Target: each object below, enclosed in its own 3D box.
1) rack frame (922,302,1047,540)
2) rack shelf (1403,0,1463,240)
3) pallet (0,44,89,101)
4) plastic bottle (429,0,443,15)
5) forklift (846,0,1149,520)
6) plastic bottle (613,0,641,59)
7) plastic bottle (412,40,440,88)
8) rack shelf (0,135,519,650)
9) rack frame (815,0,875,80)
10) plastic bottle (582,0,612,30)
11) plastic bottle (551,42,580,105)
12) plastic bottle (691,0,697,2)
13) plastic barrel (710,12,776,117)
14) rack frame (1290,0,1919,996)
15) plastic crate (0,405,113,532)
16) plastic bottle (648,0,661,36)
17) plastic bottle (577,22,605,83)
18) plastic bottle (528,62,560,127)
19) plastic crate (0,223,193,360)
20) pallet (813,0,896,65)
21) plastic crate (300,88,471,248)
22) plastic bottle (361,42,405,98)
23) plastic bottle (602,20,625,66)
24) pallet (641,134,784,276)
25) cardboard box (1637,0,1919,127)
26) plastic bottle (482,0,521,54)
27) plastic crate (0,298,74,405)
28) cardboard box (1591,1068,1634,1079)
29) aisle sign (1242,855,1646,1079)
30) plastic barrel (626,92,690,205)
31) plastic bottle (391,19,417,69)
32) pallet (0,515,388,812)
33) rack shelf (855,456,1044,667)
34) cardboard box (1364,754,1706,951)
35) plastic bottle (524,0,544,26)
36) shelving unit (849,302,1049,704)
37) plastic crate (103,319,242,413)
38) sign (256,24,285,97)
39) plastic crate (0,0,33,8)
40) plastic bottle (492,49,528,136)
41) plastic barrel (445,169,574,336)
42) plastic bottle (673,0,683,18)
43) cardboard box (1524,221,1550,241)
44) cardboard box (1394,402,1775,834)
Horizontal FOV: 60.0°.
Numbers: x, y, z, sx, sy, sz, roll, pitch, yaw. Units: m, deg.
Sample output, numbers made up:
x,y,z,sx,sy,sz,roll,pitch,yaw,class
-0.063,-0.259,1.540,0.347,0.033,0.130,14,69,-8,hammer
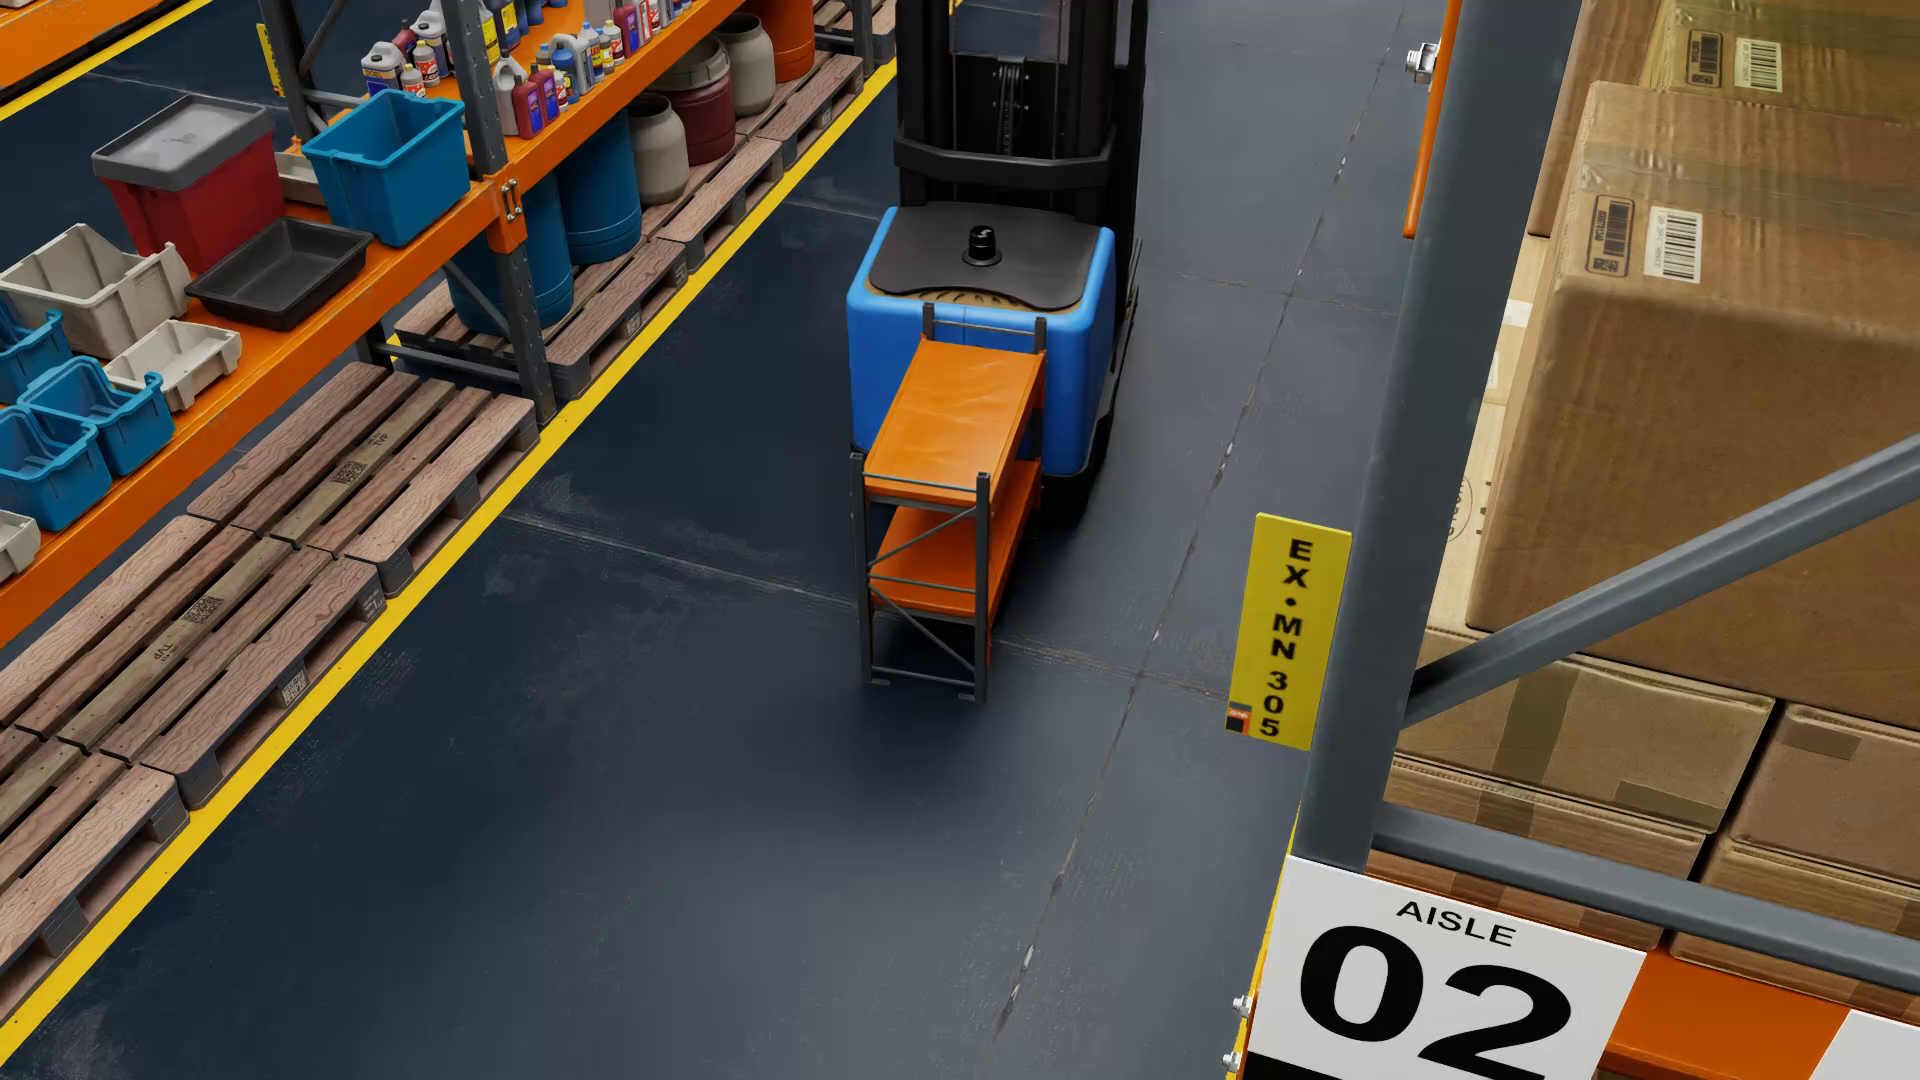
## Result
x,y,z,sx,sy,sz,roll,pitch,yaw,class
0.095,-0.476,6.941,0.500,1.125,0.032,9,41,10,rack frame
1.554,-1.507,2.640,1.077,0.370,4.000,13,42,15,rack shelf
-6.461,-3.093,10.713,1.003,0.211,1.213,13,42,15,pallet
-2.409,-2.435,7.831,0.144,0.351,0.185,13,42,15,plastic bottle
0.310,-2.165,7.529,1.130,2.935,3.031,7,41,9,forklift
-1.586,-2.447,7.897,0.061,0.283,0.133,13,42,15,plastic bottle
-2.468,-2.202,7.673,0.097,0.201,0.097,0,40,0,plastic bottle
-3.099,-0.327,5.877,1.077,0.370,4.000,13,42,15,rack shelf
-1.048,-4.261,9.933,1.000,3.000,0.127,13,42,15,rack frame
-1.726,-2.570,8.047,0.152,0.276,0.135,13,42,15,plastic bottle
-1.788,-2.116,7.518,0.097,0.271,0.097,0,40,0,plastic bottle
-1.378,-2.921,8.401,0.144,0.351,0.185,13,42,15,plastic bottle
-1.308,-2.808,9.823,0.421,0.512,0.421,0,40,0,plastic barrel
0.870,-0.562,0.975,1.000,3.000,0.127,13,42,15,rack frame
-2.939,-0.221,5.281,0.416,0.233,0.300,13,42,15,plastic crate
-1.517,-2.573,8.107,0.097,0.201,0.097,0,40,0,plastic bottle
-1.709,-2.258,7.684,0.097,0.271,0.097,0,40,0,plastic bottle
-1.844,-1.987,7.358,0.061,0.283,0.133,13,42,15,plastic bottle
-3.111,-0.908,6.049,0.437,0.282,0.530,13,42,15,plastic crate
-0.746,-3.664,11.382,1.003,0.211,1.213,13,42,15,pallet
-2.255,-1.477,6.636,0.392,0.384,0.575,13,42,15,plastic crate
-2.585,-2.086,7.479,0.152,0.276,0.135,13,42,15,plastic bottle
-1.642,-2.350,7.846,0.097,0.201,0.097,0,40,0,plastic bottle
-1.697,-1.968,9.394,1.003,0.211,1.213,13,42,15,pallet
1.281,-0.442,2.299,0.700,0.500,0.500,13,42,15,cardboard box
-2.210,-2.516,7.926,0.144,0.351,0.185,13,42,15,plastic bottle
-3.322,-0.650,5.783,0.416,0.233,0.300,13,42,15,plastic crate
1.270,1.090,2.814,0.500,0.500,0.500,15,43,16,cardboard box
0.559,0.705,2.110,0.394,0.787,0.004,13,42,15,aisle sign
-1.694,-2.119,9.016,0.421,0.512,0.421,0,40,0,plastic barrel
-2.548,-2.240,7.654,0.061,0.283,0.133,13,42,15,plastic bottle
-3.046,0.444,6.567,1.003,0.211,1.213,13,42,15,pallet
-0.023,0.031,6.724,0.538,0.278,1.000,9,41,10,rack shelf
0.798,0.264,2.433,0.500,0.250,0.500,13,42,15,cardboard box
-2.118,-2.680,8.180,0.097,0.271,0.097,0,40,0,plastic bottle
-0.023,-0.155,6.565,0.538,1.125,1.048,9,41,10,shelving unit
-2.728,-0.615,5.816,0.293,0.136,0.466,13,42,15,plastic crate
-2.932,-2.049,7.128,0.100,0.325,0.005,13,42,15,sign
-2.735,-1.761,4.783,0.437,0.282,0.530,13,42,15,plastic crate
-1.977,-1.970,7.285,0.144,0.351,0.185,13,42,15,plastic bottle
-2.213,-1.510,8.003,0.600,0.901,0.708,13,42,15,plastic barrel
-1.438,-2.741,8.250,0.097,0.271,0.097,0,40,0,plastic bottle
1.151,-0.533,2.983,0.500,0.250,0.500,13,42,15,cardboard box
0.806,0.076,2.269,0.500,0.250,0.500,13,42,15,cardboard box
